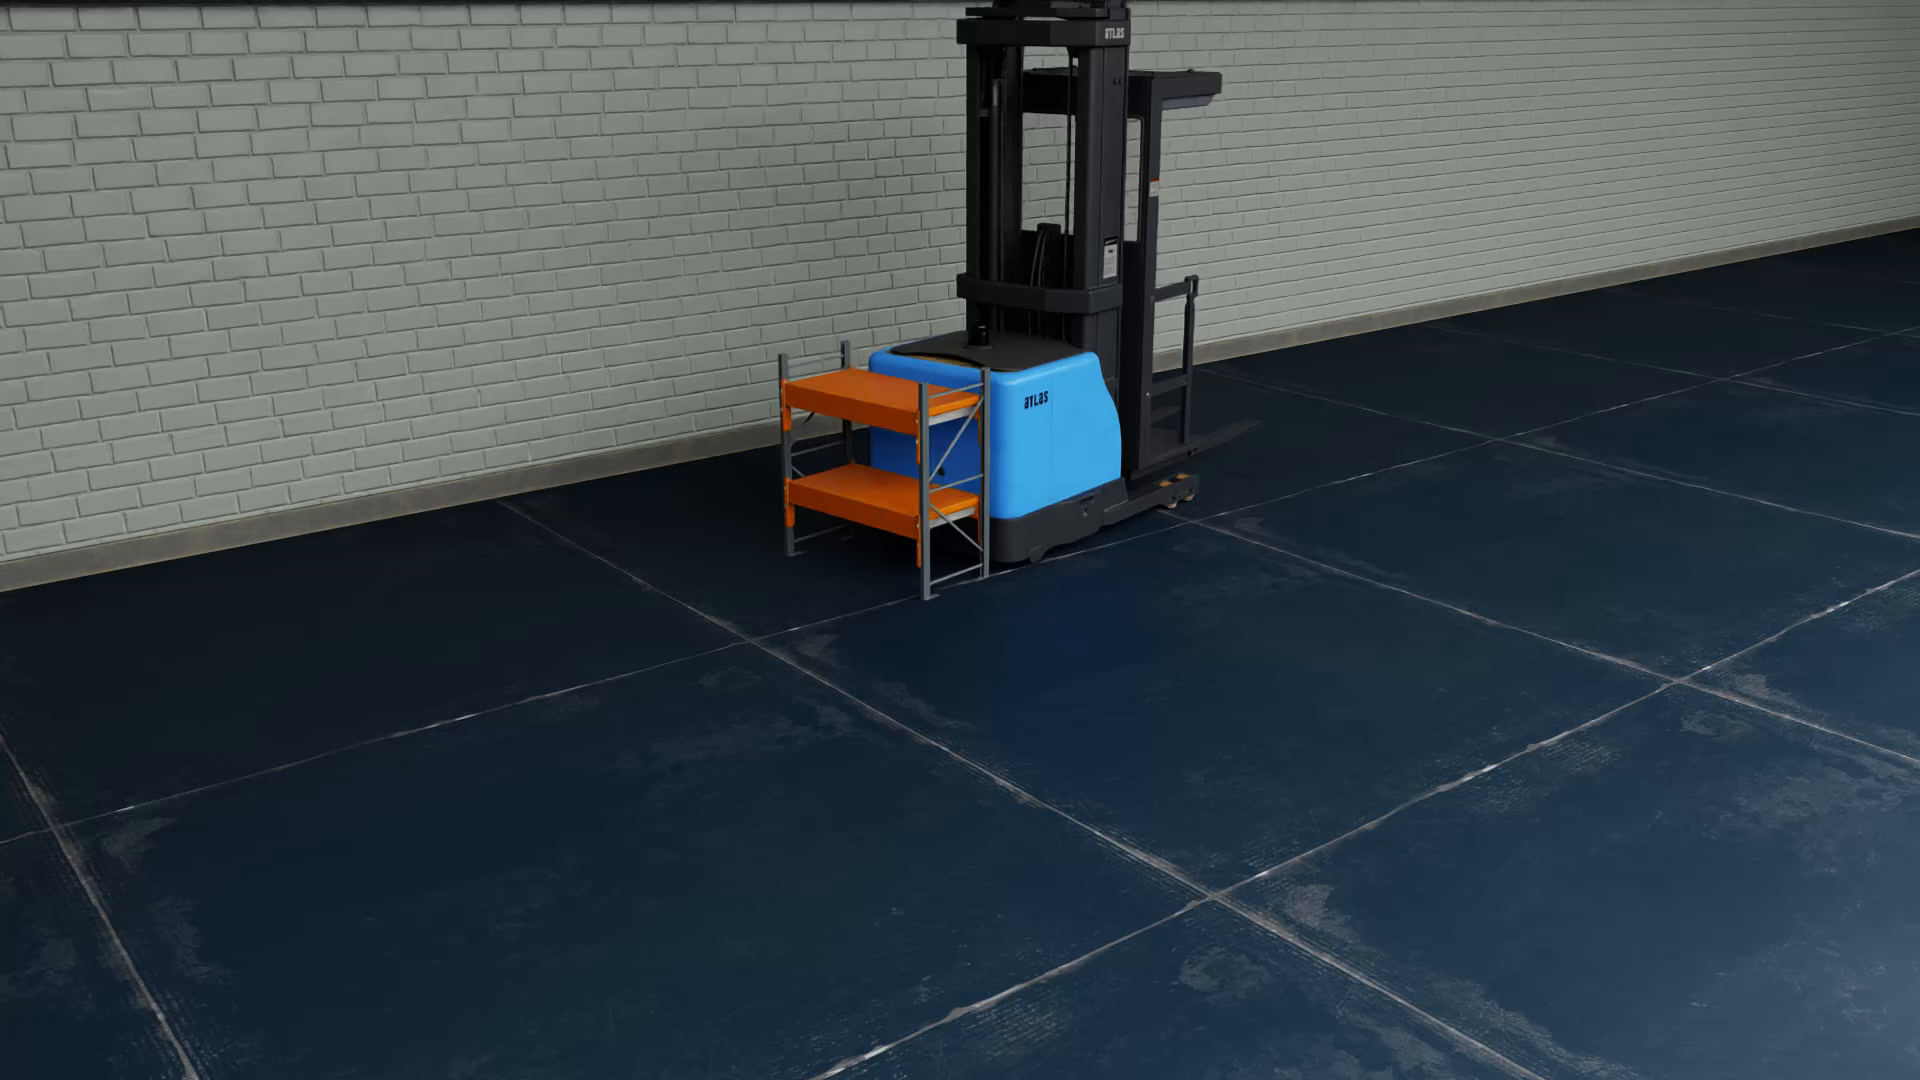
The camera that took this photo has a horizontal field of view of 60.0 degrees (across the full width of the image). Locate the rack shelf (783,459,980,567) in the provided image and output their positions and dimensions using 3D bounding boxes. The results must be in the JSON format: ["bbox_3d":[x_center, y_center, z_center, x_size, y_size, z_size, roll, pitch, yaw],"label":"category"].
[{"bbox_3d":[-0.402,-0.159,8.830,1.000,0.278,0.538,16,24,40],"label":"rack shelf"}]

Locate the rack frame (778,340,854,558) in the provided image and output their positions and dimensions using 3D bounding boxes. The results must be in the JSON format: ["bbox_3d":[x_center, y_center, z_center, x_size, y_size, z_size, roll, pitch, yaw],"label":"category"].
[{"bbox_3d":[-0.779,-0.498,9.076,0.032,1.125,0.500,16,24,40],"label":"rack frame"}]

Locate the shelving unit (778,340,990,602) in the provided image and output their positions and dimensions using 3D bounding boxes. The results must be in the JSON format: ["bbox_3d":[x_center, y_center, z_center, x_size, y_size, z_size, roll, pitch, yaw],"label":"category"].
[{"bbox_3d":[-0.402,-0.391,8.753,1.048,1.125,0.538,16,24,40],"label":"shelving unit"}]

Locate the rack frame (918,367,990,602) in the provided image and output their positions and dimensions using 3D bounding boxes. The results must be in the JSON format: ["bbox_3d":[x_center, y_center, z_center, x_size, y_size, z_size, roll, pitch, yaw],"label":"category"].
[{"bbox_3d":[-0.025,-0.283,8.429,0.032,1.125,0.500,16,24,40],"label":"rack frame"}]

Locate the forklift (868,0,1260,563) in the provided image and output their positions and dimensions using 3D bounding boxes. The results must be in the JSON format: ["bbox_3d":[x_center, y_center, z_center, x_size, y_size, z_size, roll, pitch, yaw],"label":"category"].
[{"bbox_3d":[0.794,-1.663,9.723,1.130,2.935,3.031,14,23,36],"label":"forklift"}]

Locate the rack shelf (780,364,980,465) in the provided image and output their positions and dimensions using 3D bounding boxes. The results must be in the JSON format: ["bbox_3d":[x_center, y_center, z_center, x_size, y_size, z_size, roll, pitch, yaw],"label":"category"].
[{"bbox_3d":[-0.402,-0.668,8.661,1.000,0.278,0.538,16,24,40],"label":"rack shelf"}]
